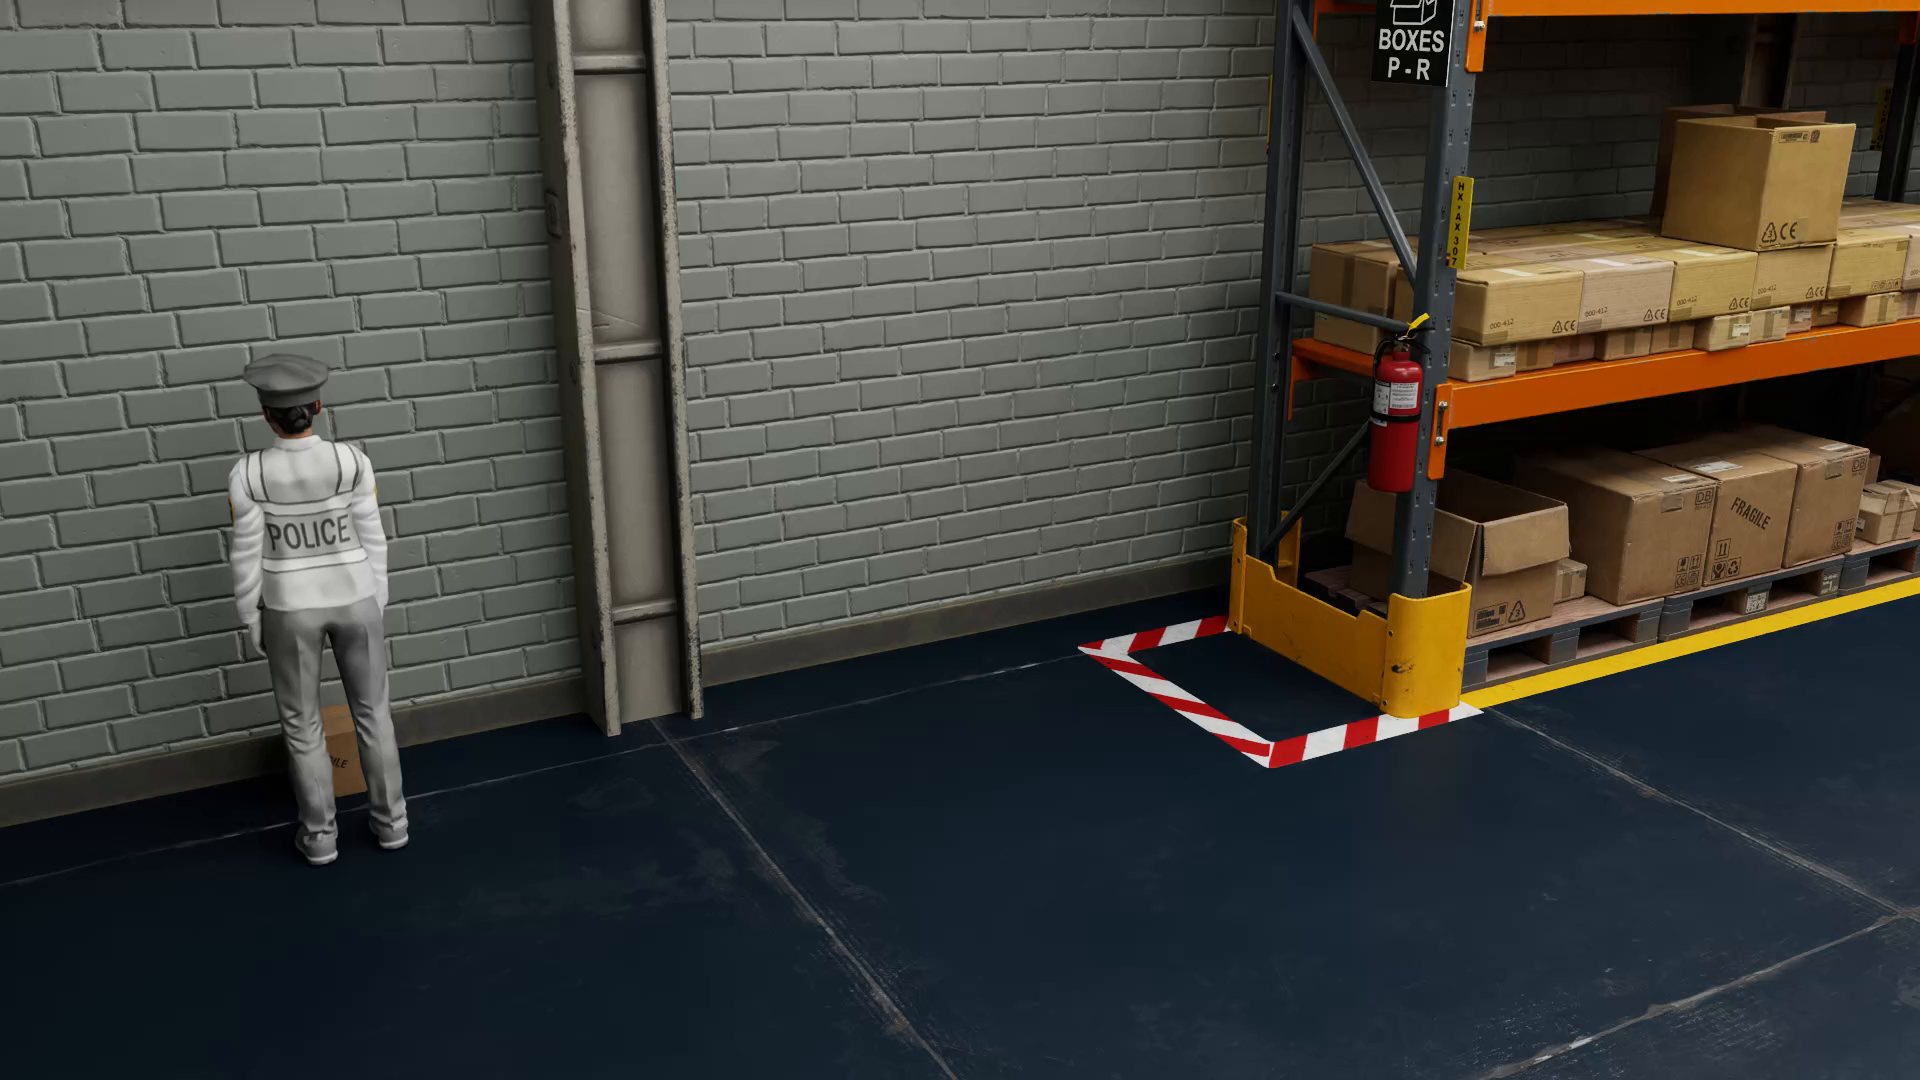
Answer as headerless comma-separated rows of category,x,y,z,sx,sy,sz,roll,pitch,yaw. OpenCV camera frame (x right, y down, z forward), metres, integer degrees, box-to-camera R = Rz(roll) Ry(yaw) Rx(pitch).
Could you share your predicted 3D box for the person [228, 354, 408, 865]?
person,-2.074,0.234,5.360,0.467,1.671,0.330,-9,21,-25
